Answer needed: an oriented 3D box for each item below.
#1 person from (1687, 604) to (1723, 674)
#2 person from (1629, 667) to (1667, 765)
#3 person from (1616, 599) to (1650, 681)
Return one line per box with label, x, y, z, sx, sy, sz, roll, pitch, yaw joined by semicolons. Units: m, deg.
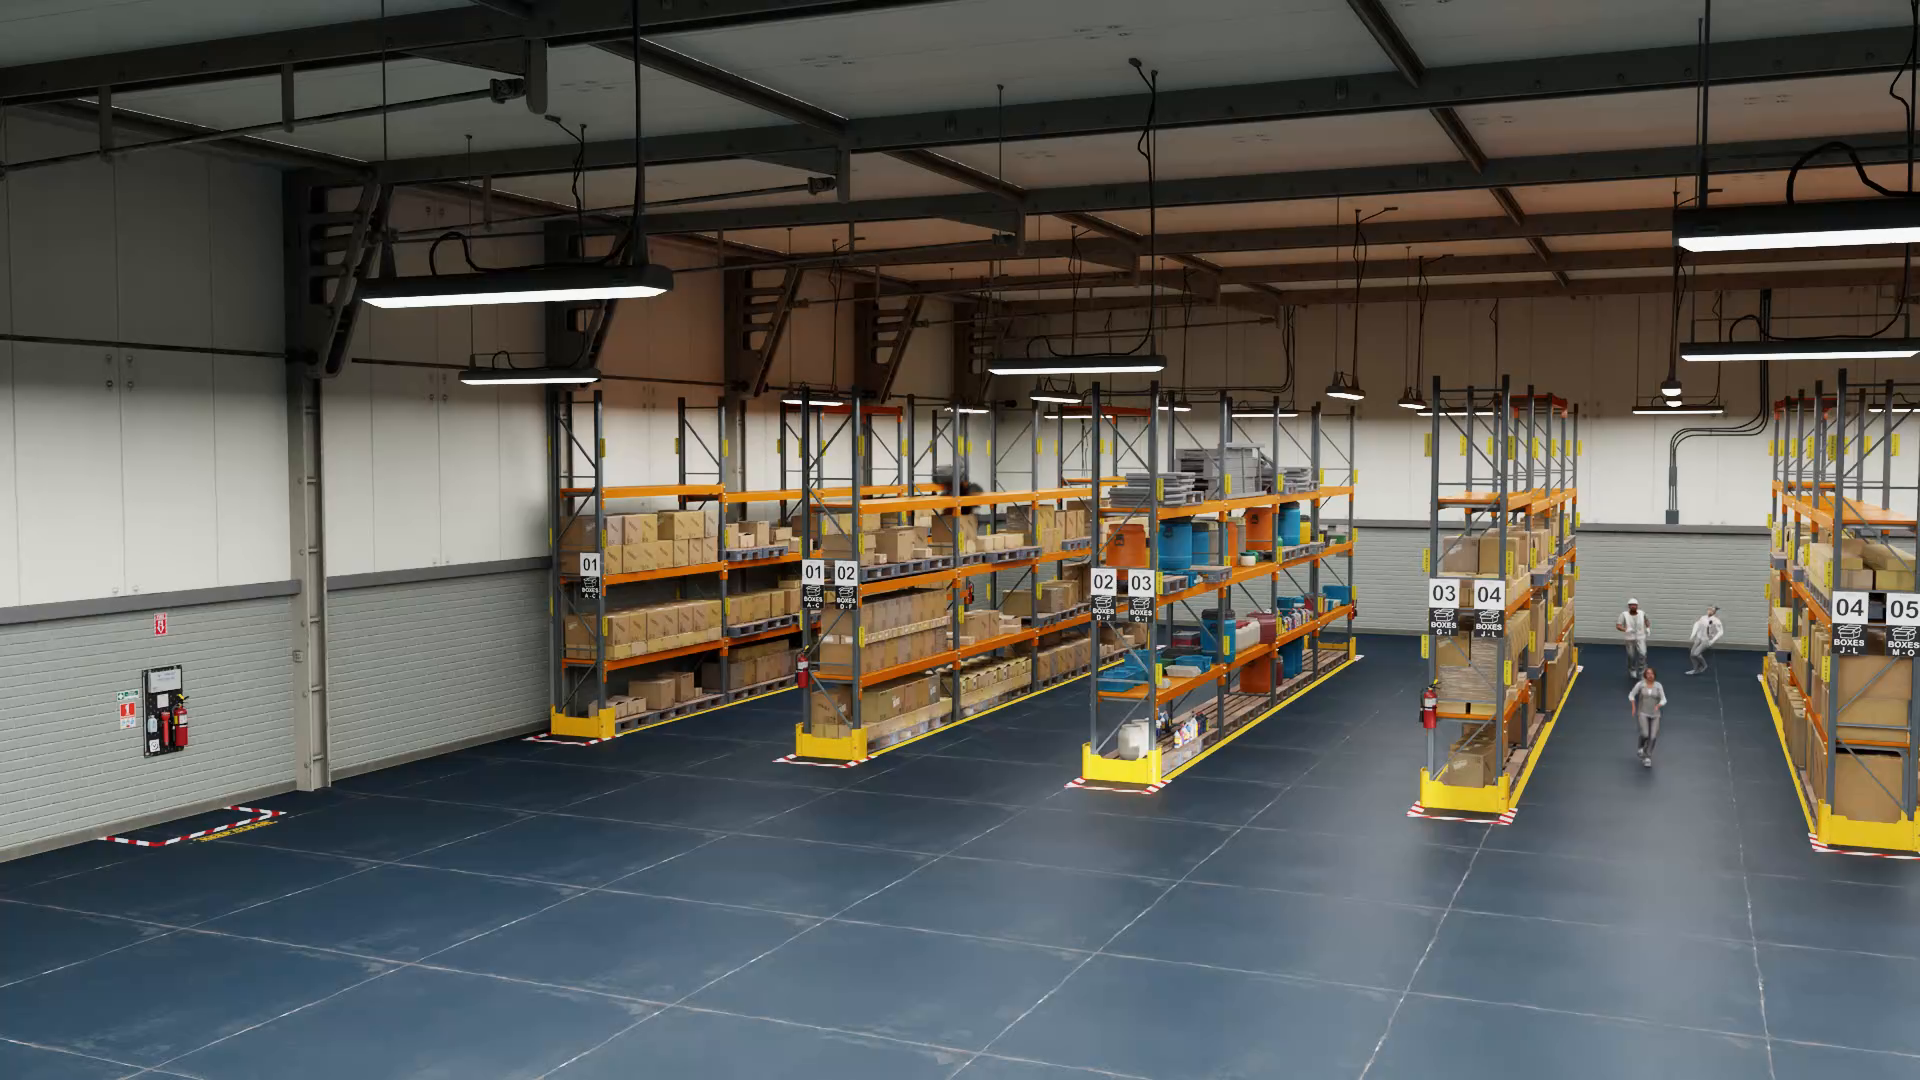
person;16.344;2.193;36.594;0.554;1.598;0.693;-1;3;-14
person;10.823;2.780;26.141;0.532;1.561;0.531;1;3;14
person;14.409;2.156;35.608;0.701;1.817;0.857;1;3;13
